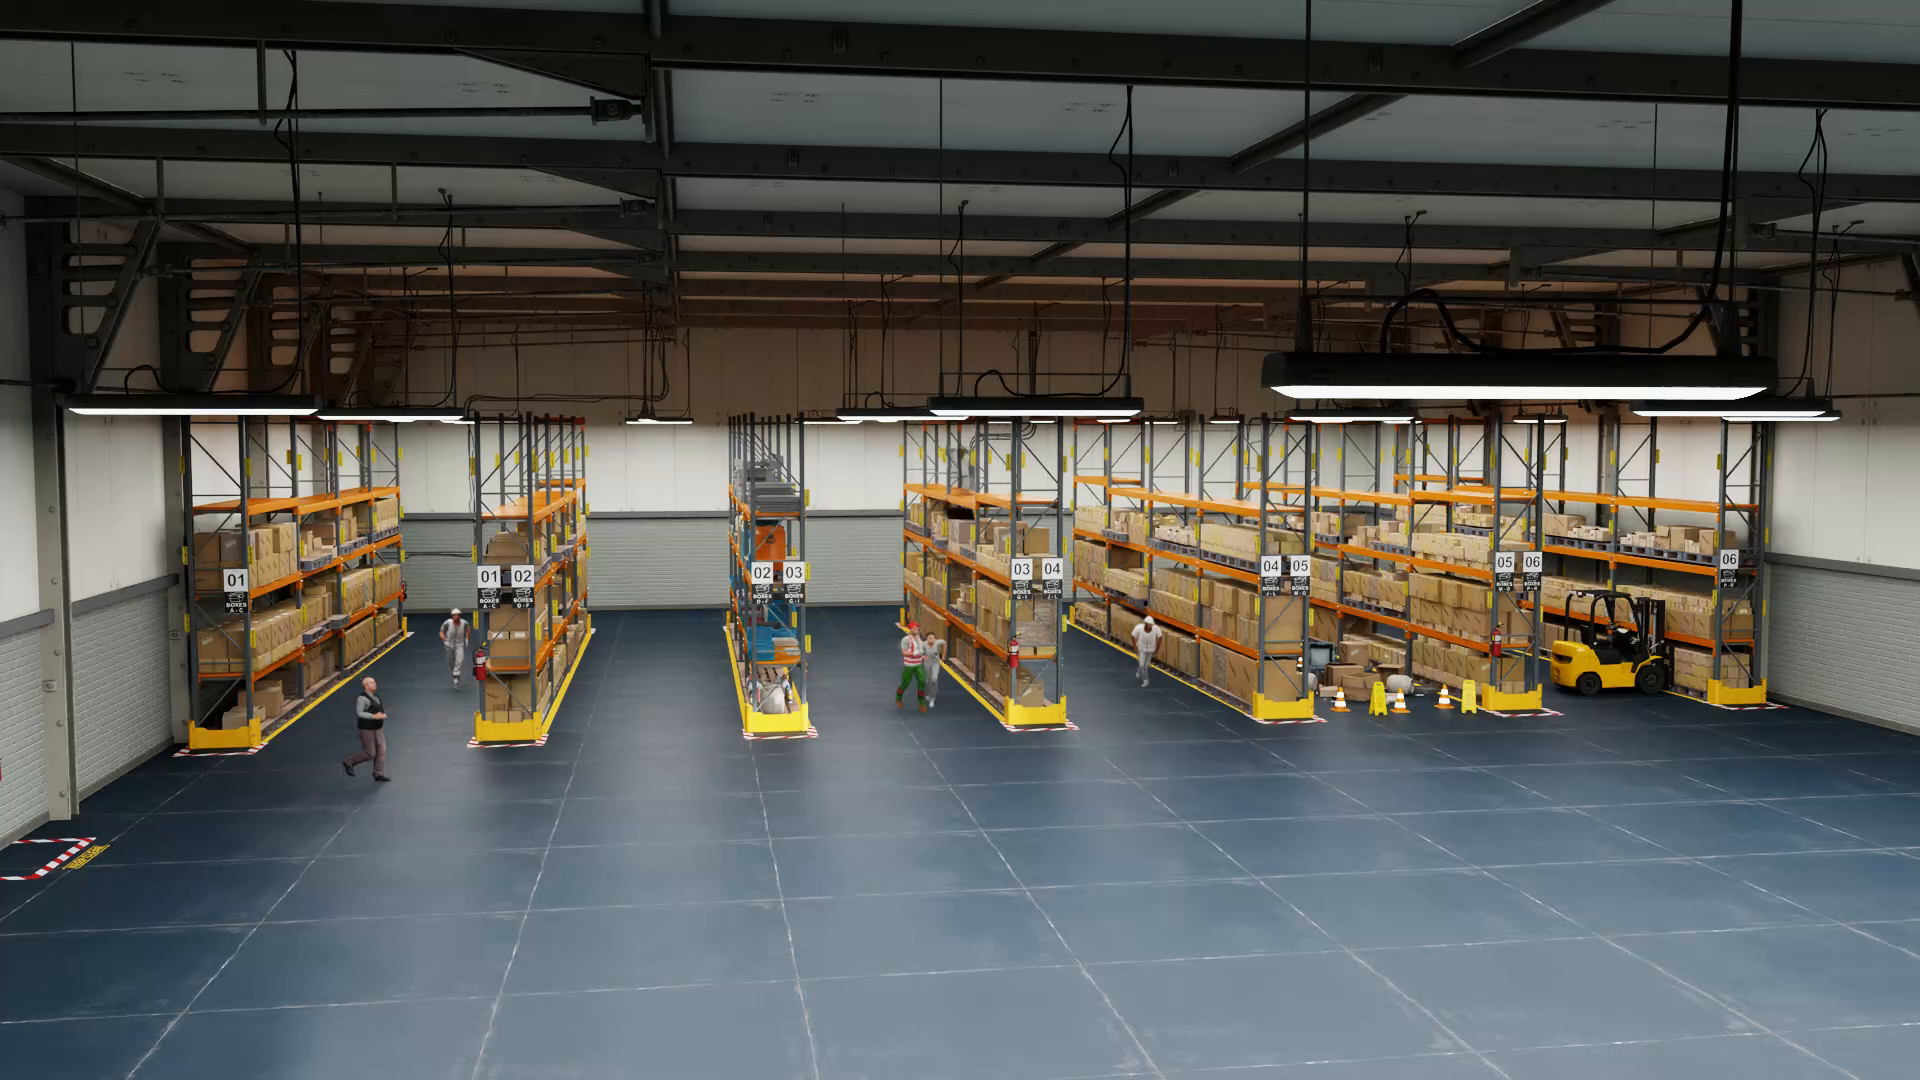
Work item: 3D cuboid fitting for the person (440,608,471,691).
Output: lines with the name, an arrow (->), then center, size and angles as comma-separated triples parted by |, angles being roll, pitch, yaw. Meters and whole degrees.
person -> -11.111, 2.369, 36.619 | 0.658, 1.772, 1.073 | -1, 4, -17

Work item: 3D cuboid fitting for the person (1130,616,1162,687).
person -> 4.116, 2.438, 36.847 | 0.707, 1.600, 1.071 | 0, 4, -4

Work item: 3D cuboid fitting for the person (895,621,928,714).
person -> -0.971, 2.535, 33.409 | 0.652, 1.825, 0.904 | -3, 5, -40

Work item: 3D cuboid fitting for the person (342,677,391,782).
person -> -9.537, 3.050, 26.775 | 0.791, 1.694, 0.662 | 1, 4, 10

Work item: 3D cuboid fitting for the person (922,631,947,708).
person -> -0.573, 2.632, 34.248 | 0.604, 1.615, 0.957 | 0, 4, -1
